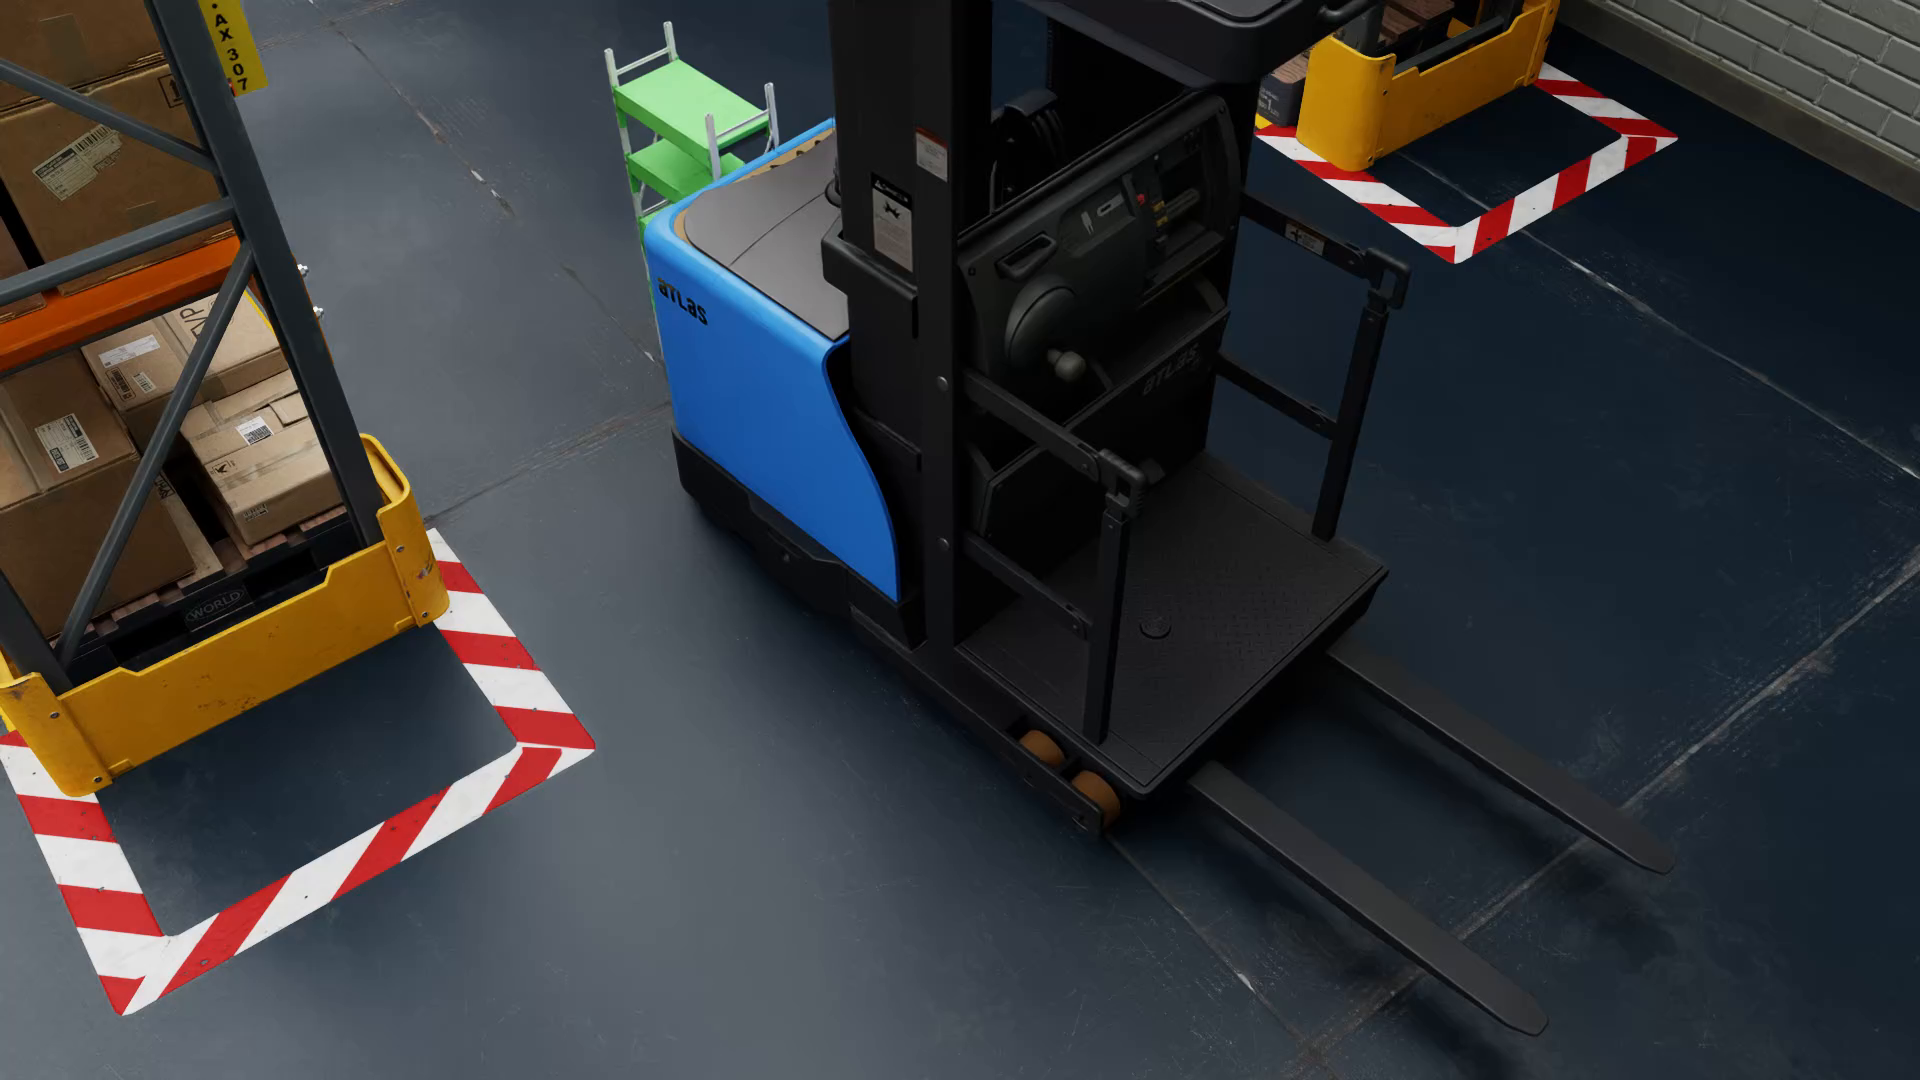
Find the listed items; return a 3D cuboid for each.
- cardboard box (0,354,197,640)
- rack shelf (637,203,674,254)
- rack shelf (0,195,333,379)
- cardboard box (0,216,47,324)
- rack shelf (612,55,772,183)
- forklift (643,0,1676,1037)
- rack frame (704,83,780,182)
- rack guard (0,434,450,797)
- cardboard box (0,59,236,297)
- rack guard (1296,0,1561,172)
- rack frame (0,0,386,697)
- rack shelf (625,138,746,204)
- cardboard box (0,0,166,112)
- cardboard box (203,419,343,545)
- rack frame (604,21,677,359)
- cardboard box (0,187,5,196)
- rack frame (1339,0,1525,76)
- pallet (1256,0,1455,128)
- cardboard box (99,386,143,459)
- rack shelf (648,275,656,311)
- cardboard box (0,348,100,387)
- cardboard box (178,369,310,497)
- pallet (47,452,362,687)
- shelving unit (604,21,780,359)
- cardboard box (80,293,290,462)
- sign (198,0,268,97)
[{"bbox_3d":[-2.579,-0.112,4.717,0.500,0.500,0.500,-29,54,-24],"label":"cardboard box"},{"bbox_3d":[-0.790,-0.934,5.366,0.258,0.148,0.480,-35,55,-28],"label":"rack shelf"},{"bbox_3d":[-3.265,-1.532,5.099,1.077,0.370,4.000,-29,54,-24],"label":"rack shelf"},{"bbox_3d":[-2.542,-0.770,3.856,0.500,0.500,0.500,-28,54,-23],"label":"cardboard box"},{"bbox_3d":[-0.798,-1.262,5.015,0.258,0.148,0.480,-35,55,-28],"label":"rack shelf"},{"bbox_3d":[0.505,-0.633,3.845,3.031,2.935,1.130,36,57,28],"label":"forklift"},{"bbox_3d":[-0.623,-0.850,5.196,0.240,1.200,0.015,-35,55,-28],"label":"rack frame"},{"bbox_3d":[-2.100,0.201,4.731,1.175,0.500,0.348,-29,54,-24],"label":"rack guard"},{"bbox_3d":[-2.113,-1.007,4.071,0.500,0.500,0.500,-28,54,-23],"label":"cardboard box"},{"bbox_3d":[1.901,-1.965,6.694,1.175,0.500,0.348,-29,54,-24],"label":"rack guard"},{"bbox_3d":[-2.054,-0.594,3.764,1.000,3.000,0.127,-29,54,-24],"label":"rack frame"},{"bbox_3d":[-0.794,-1.098,5.190,0.258,0.148,0.480,-35,55,-28],"label":"rack shelf"},{"bbox_3d":[-2.113,-1.343,3.701,0.500,0.500,0.500,-28,54,-23],"label":"cardboard box"},{"bbox_3d":[-2.034,-0.185,5.021,0.380,0.149,0.250,-29,54,-24],"label":"cardboard box"},{"bbox_3d":[-0.959,-1.105,5.442,0.240,1.200,0.015,-35,55,-28],"label":"rack frame"},{"bbox_3d":[-2.429,-1.309,4.345,0.500,0.500,0.500,-30,54,-24],"label":"cardboard box"},{"bbox_3d":[1.886,-2.818,5.780,1.000,3.000,0.127,-29,54,-24],"label":"rack frame"},{"bbox_3d":[1.340,-2.318,7.209,1.003,0.211,1.213,-29,54,-24],"label":"pallet"},{"bbox_3d":[-2.753,-0.279,5.094,0.380,0.166,0.250,-29,54,-24],"label":"cardboard box"},{"bbox_3d":[-0.787,-0.770,5.541,0.258,0.148,0.480,-35,55,-28],"label":"rack shelf"},{"bbox_3d":[-3.130,-0.602,5.330,0.500,0.250,0.500,-29,54,-24],"label":"cardboard box"},{"bbox_3d":[-2.185,-0.339,5.148,0.380,0.166,0.250,-29,54,-24],"label":"cardboard box"},{"bbox_3d":[-2.583,-0.172,5.263,1.003,0.211,1.213,-29,54,-24],"label":"pallet"},{"bbox_3d":[-0.791,-0.978,5.319,0.258,1.200,0.503,-35,55,-28],"label":"shelving unit"},{"bbox_3d":[-2.460,-0.561,5.293,0.500,0.250,0.500,-29,54,-24],"label":"cardboard box"},{"bbox_3d":[-1.622,-1.128,3.664,0.100,0.325,0.005,-29,54,-24],"label":"sign"}]
